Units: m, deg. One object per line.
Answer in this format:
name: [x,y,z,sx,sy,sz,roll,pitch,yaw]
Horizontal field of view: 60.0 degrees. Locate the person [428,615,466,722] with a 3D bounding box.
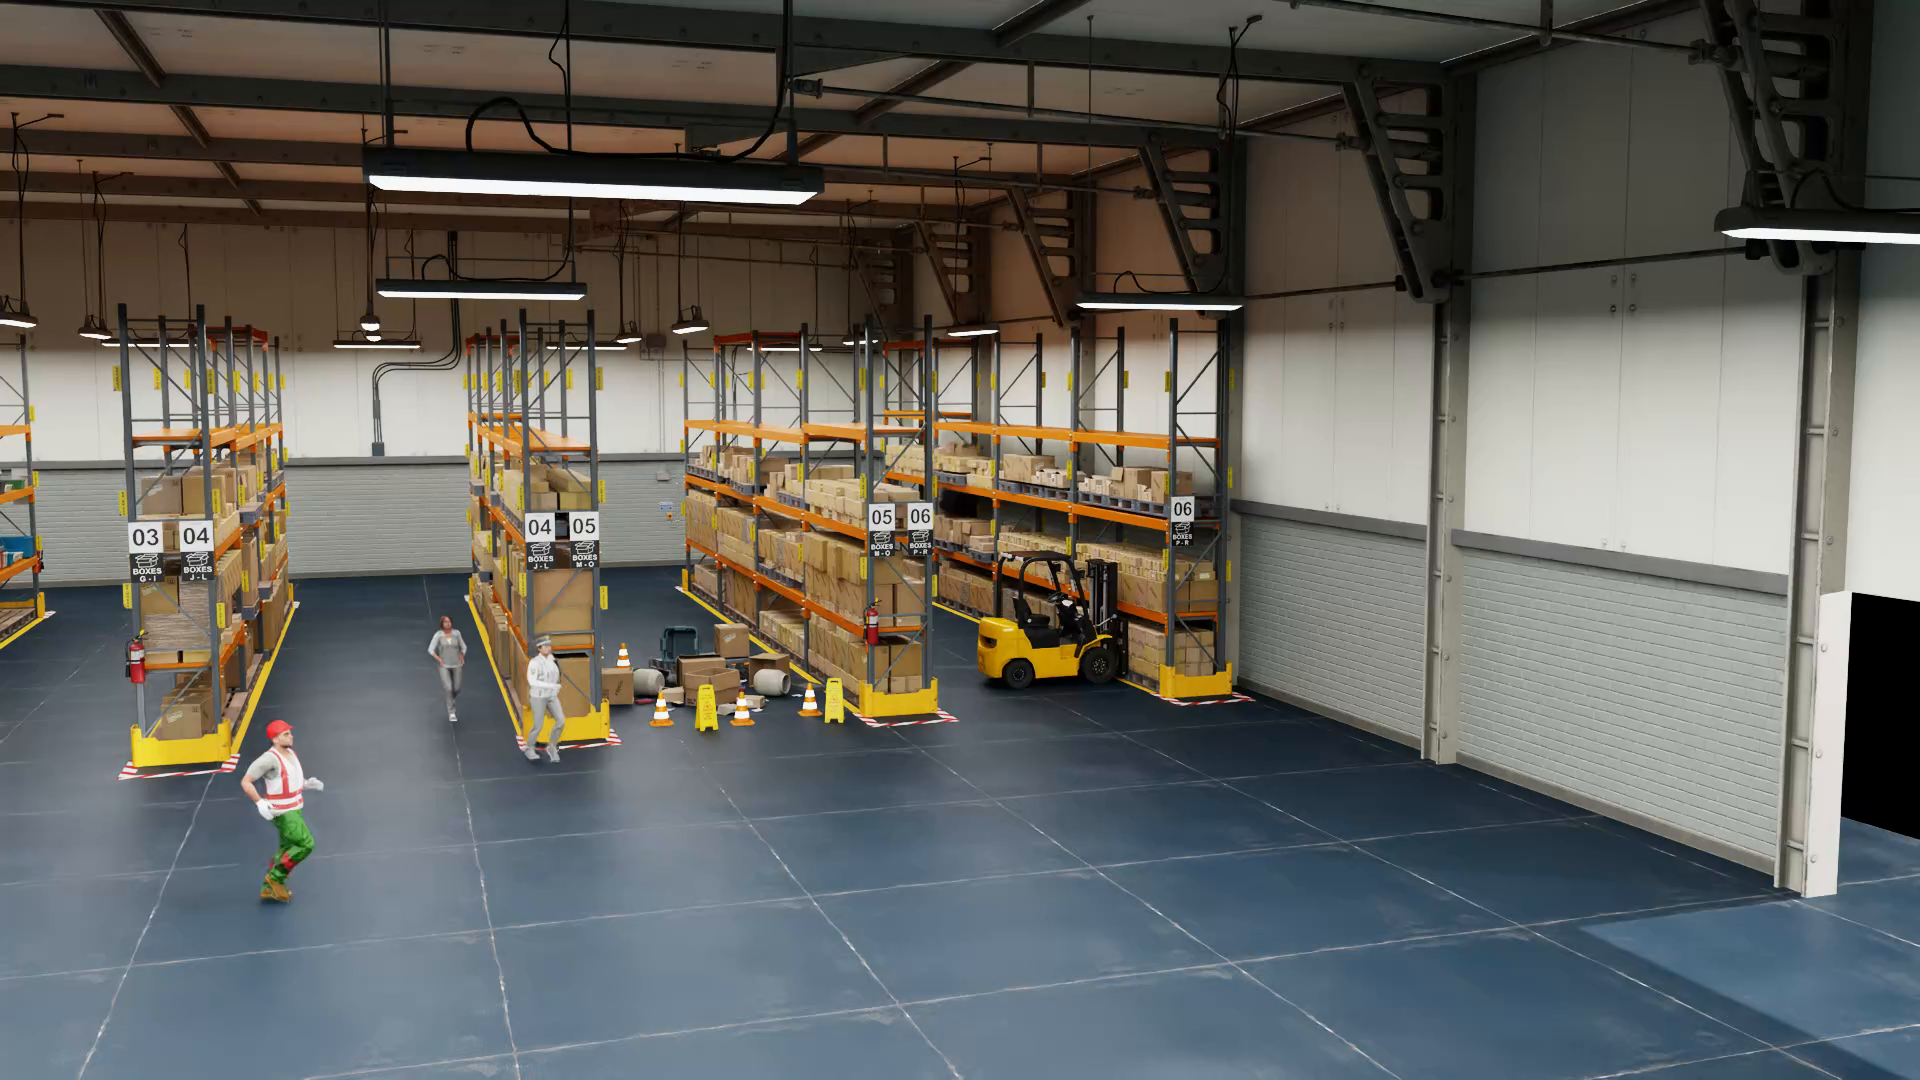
person: [-7.610,1.883,24.713,0.555,1.568,0.637,-3,6,-25]

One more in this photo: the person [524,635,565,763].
person: [-5.443,2.105,21.887,0.705,1.742,0.638,3,6,33]

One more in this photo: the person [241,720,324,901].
person: [-6.445,2.595,15.980,0.642,1.741,0.639,0,5,2]
